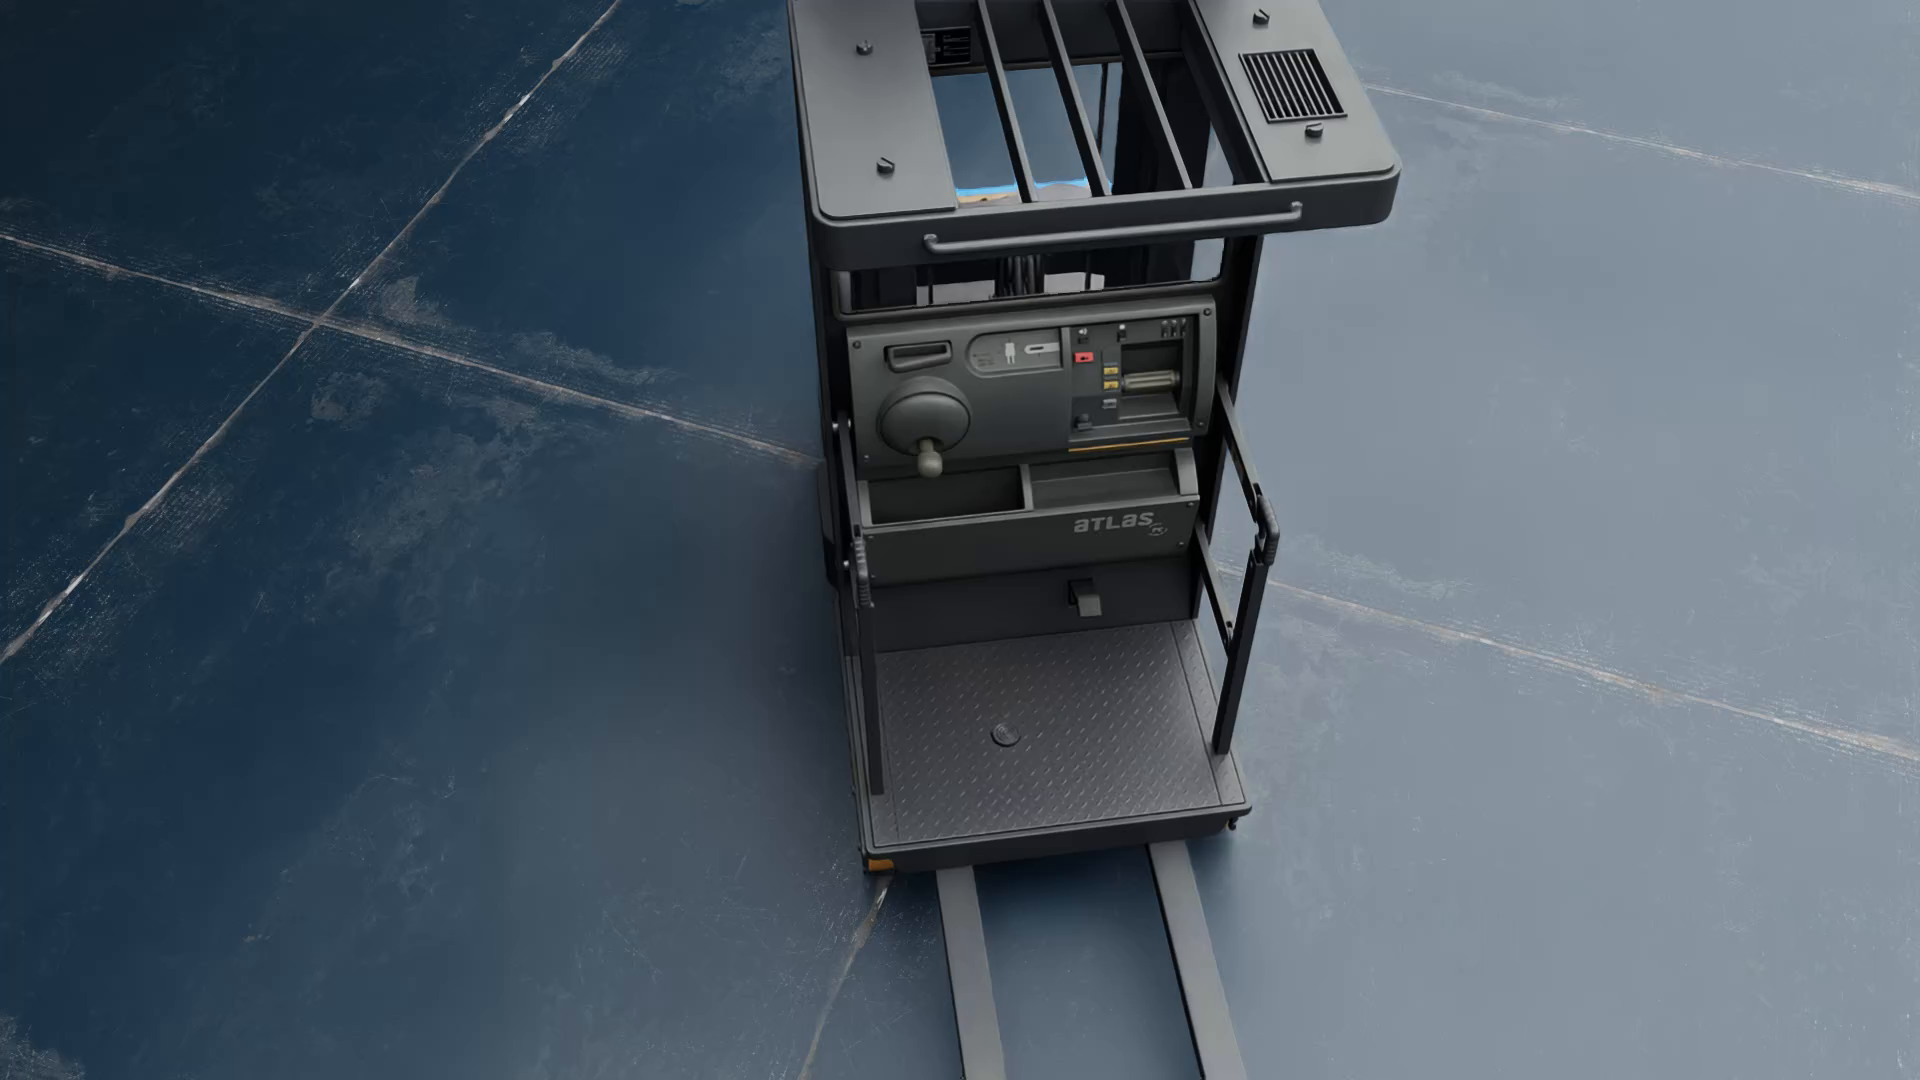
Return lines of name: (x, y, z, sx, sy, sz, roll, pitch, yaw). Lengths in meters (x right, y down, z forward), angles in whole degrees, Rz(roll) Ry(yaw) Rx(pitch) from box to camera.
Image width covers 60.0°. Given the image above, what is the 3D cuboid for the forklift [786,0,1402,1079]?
forklift: (0.218, -0.280, 4.053, 1.130, 2.935, 3.031, -6, 49, -5)
